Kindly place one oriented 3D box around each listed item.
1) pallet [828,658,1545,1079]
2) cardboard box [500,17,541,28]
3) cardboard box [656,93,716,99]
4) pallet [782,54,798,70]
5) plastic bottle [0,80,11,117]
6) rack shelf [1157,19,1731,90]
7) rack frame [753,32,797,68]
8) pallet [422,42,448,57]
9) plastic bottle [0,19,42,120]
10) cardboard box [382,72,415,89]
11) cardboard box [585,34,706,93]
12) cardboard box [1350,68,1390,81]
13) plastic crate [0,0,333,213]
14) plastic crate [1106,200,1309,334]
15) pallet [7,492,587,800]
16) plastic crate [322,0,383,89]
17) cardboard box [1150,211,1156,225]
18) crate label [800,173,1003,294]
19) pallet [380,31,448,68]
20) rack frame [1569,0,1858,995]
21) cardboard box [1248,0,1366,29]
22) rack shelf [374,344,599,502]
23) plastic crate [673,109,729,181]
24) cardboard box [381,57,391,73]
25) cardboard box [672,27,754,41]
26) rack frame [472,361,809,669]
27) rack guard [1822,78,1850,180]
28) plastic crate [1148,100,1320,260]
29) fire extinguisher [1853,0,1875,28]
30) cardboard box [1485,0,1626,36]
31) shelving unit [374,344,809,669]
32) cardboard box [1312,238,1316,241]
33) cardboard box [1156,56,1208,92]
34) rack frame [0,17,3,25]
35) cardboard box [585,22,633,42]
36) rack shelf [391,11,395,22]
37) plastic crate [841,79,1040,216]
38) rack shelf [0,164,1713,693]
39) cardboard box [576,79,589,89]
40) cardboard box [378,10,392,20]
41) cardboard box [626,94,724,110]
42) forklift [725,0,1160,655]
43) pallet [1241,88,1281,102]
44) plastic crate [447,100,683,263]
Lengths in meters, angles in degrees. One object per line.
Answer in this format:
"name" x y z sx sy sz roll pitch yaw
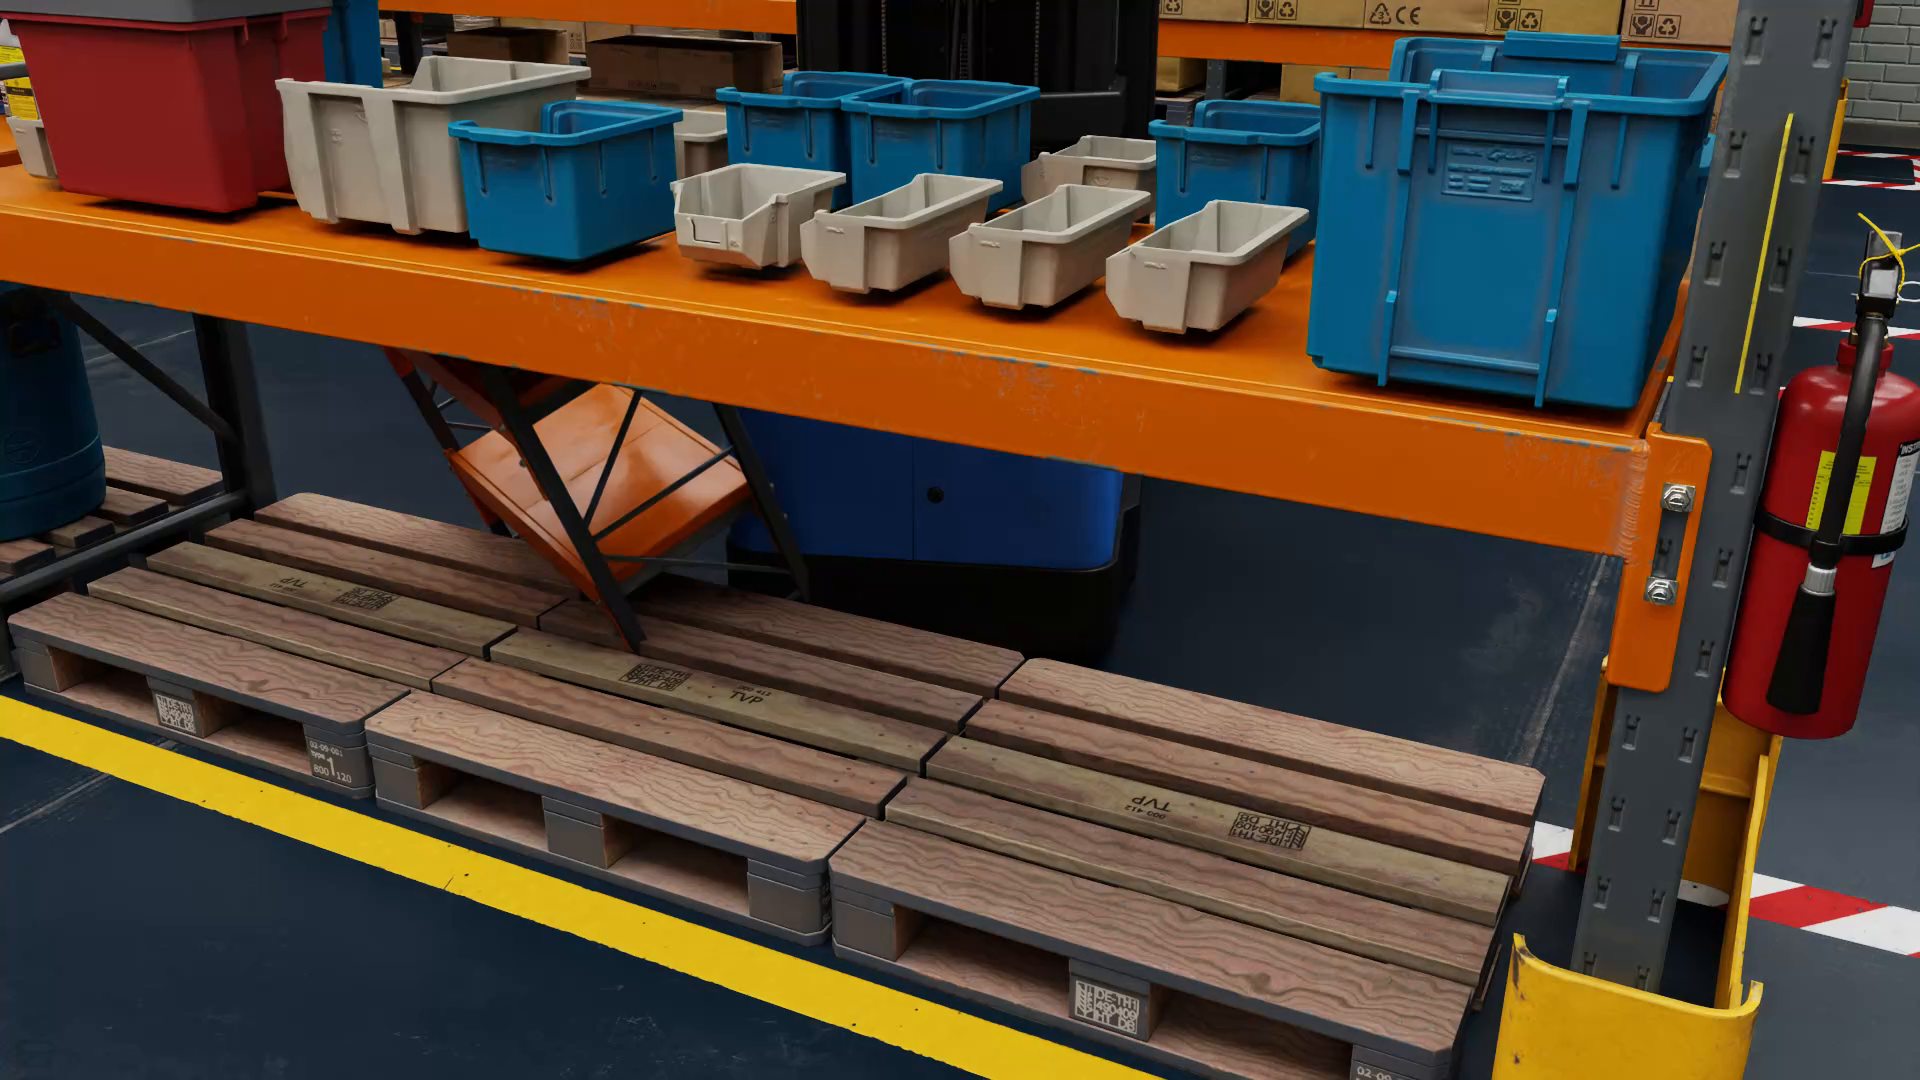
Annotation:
"pallet" 0.492 0.659 3.431 1.213 0.211 1.003 11 25 25
"cardboard box" -3.880 -4.899 15.568 0.500 0.500 0.700 11 25 24
"cardboard box" -1.366 -2.305 9.469 0.500 0.500 0.500 12 26 25
"pallet" -2.155 -4.193 14.841 1.213 0.211 1.003 11 25 25
"plastic bottle" -2.724 -1.332 4.802 0.097 0.201 0.097 0 23 0
"rack shelf" 1.664 -2.217 7.549 4.000 0.370 1.077 11 25 25
"rack frame" -1.459 -5.338 13.969 0.127 3.000 1.000 11 25 25
"pallet" -4.333 -4.624 15.854 1.213 0.211 1.003 11 25 25
"plastic bottle" -2.563 -1.332 4.611 0.185 0.351 0.144 11 25 25
"cardboard box" -3.413 -2.479 9.879 0.500 0.500 0.500 12 26 27
"cardboard box" -1.783 -2.734 9.519 0.500 0.250 0.500 11 25 24
"cardboard box" 3.179 -3.417 12.109 0.500 0.500 0.700 11 25 24
"plastic crate" -1.675 -0.984 3.571 0.583 0.464 0.402 11 25 25
"plastic crate" 0.401 -0.452 2.741 0.243 0.136 0.396 11 25 25
"pallet" -1.685 0.228 4.445 1.213 0.211 1.003 11 25 25
"plastic crate" -1.789 -1.229 4.250 0.575 0.384 0.392 11 25 25
"cardboard box" 0.933 -1.501 8.004 0.250 0.166 0.380 11 25 25
"crate label" -0.111 -0.549 2.969 0.243 0.136 0.396 11 25 25
"pallet" -5.644 -4.867 16.426 1.213 0.211 1.003 11 25 25
"rack frame" 1.211 -0.465 2.511 0.127 3.000 1.000 11 25 25
"cardboard box" 1.569 -2.494 7.154 0.500 0.500 0.500 11 25 24
"rack shelf" -1.094 -0.516 4.219 0.538 0.278 1.000 -36 40 -20
"plastic crate" -0.669 -0.875 3.736 0.466 0.136 0.293 11 25 25
"cardboard box" -4.025 -2.988 10.704 0.500 0.311 0.500 12 26 26
"cardboard box" -2.125 -4.499 14.628 0.500 0.500 0.700 12 26 25
"rack frame" -0.715 -0.111 4.028 0.500 1.125 0.032 -36 40 -20
"rack guard" 5.702 -2.771 11.127 0.348 0.500 1.175 11 25 25
"plastic crate" 0.551 -0.691 3.179 0.300 0.233 0.416 11 25 25
"fire extinguisher" 5.607 -3.530 10.294 0.183 0.674 0.296 11 25 25
"cardboard box" 2.462 -2.315 6.733 0.500 0.500 0.500 11 26 25
"shelving unit" -1.014 -0.296 4.395 0.538 1.125 1.048 -36 40 -20
"cardboard box" 1.558 -1.625 7.865 0.637 0.503 0.797 11 25 25
"cardboard box" 1.472 -3.905 12.810 0.750 0.750 0.750 12 26 25
"rack frame" -7.260 -4.314 11.560 0.127 3.000 1.000 11 25 25
"cardboard box" -2.988 -4.709 15.121 0.500 0.500 0.700 11 25 24
"rack shelf" -5.475 -3.629 10.871 4.000 0.370 1.077 11 25 25
"plastic crate" -0.036 -0.807 3.452 0.300 0.233 0.416 11 25 25
"rack shelf" -0.574 -0.487 3.483 4.000 0.370 1.077 11 25 25
"cardboard box" -2.288 -2.485 9.892 0.500 0.500 0.500 10 25 23
"cardboard box" -5.973 -5.266 16.431 0.500 0.500 0.500 9 25 21
"cardboard box" -1.575 -2.119 9.032 0.500 0.500 0.500 12 26 25
"forklift" 0.085 -1.590 5.244 1.130 2.935 3.031 3 23 7
"pallet" 2.754 -3.187 12.474 1.213 0.211 1.003 11 25 25
"plastic crate" -0.738 -0.689 3.175 0.300 0.233 0.416 11 25 25
